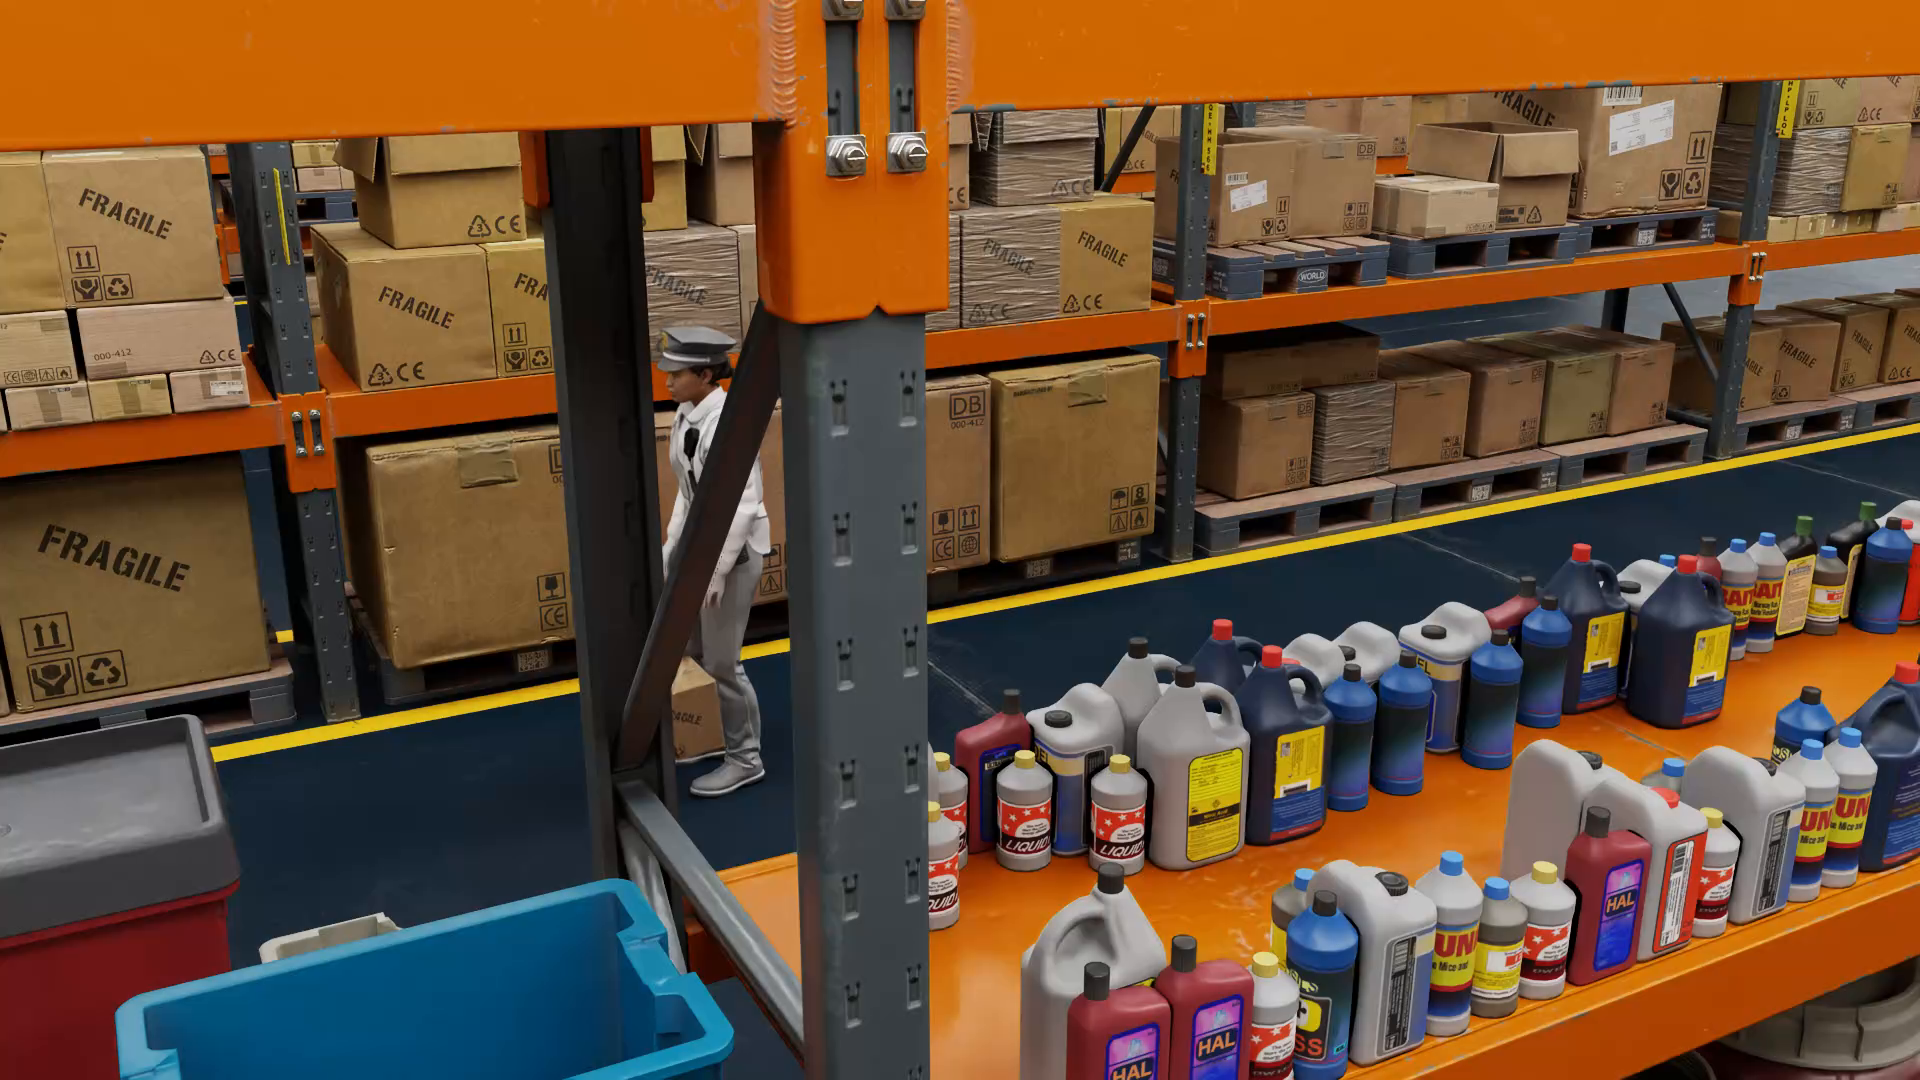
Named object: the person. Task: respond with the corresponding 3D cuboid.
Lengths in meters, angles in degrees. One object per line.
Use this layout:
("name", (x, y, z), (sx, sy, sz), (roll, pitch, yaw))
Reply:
("person", (-0.863, 0.066, 5.850), (0.358, 1.669, 0.510), (-10, 21, -27))
